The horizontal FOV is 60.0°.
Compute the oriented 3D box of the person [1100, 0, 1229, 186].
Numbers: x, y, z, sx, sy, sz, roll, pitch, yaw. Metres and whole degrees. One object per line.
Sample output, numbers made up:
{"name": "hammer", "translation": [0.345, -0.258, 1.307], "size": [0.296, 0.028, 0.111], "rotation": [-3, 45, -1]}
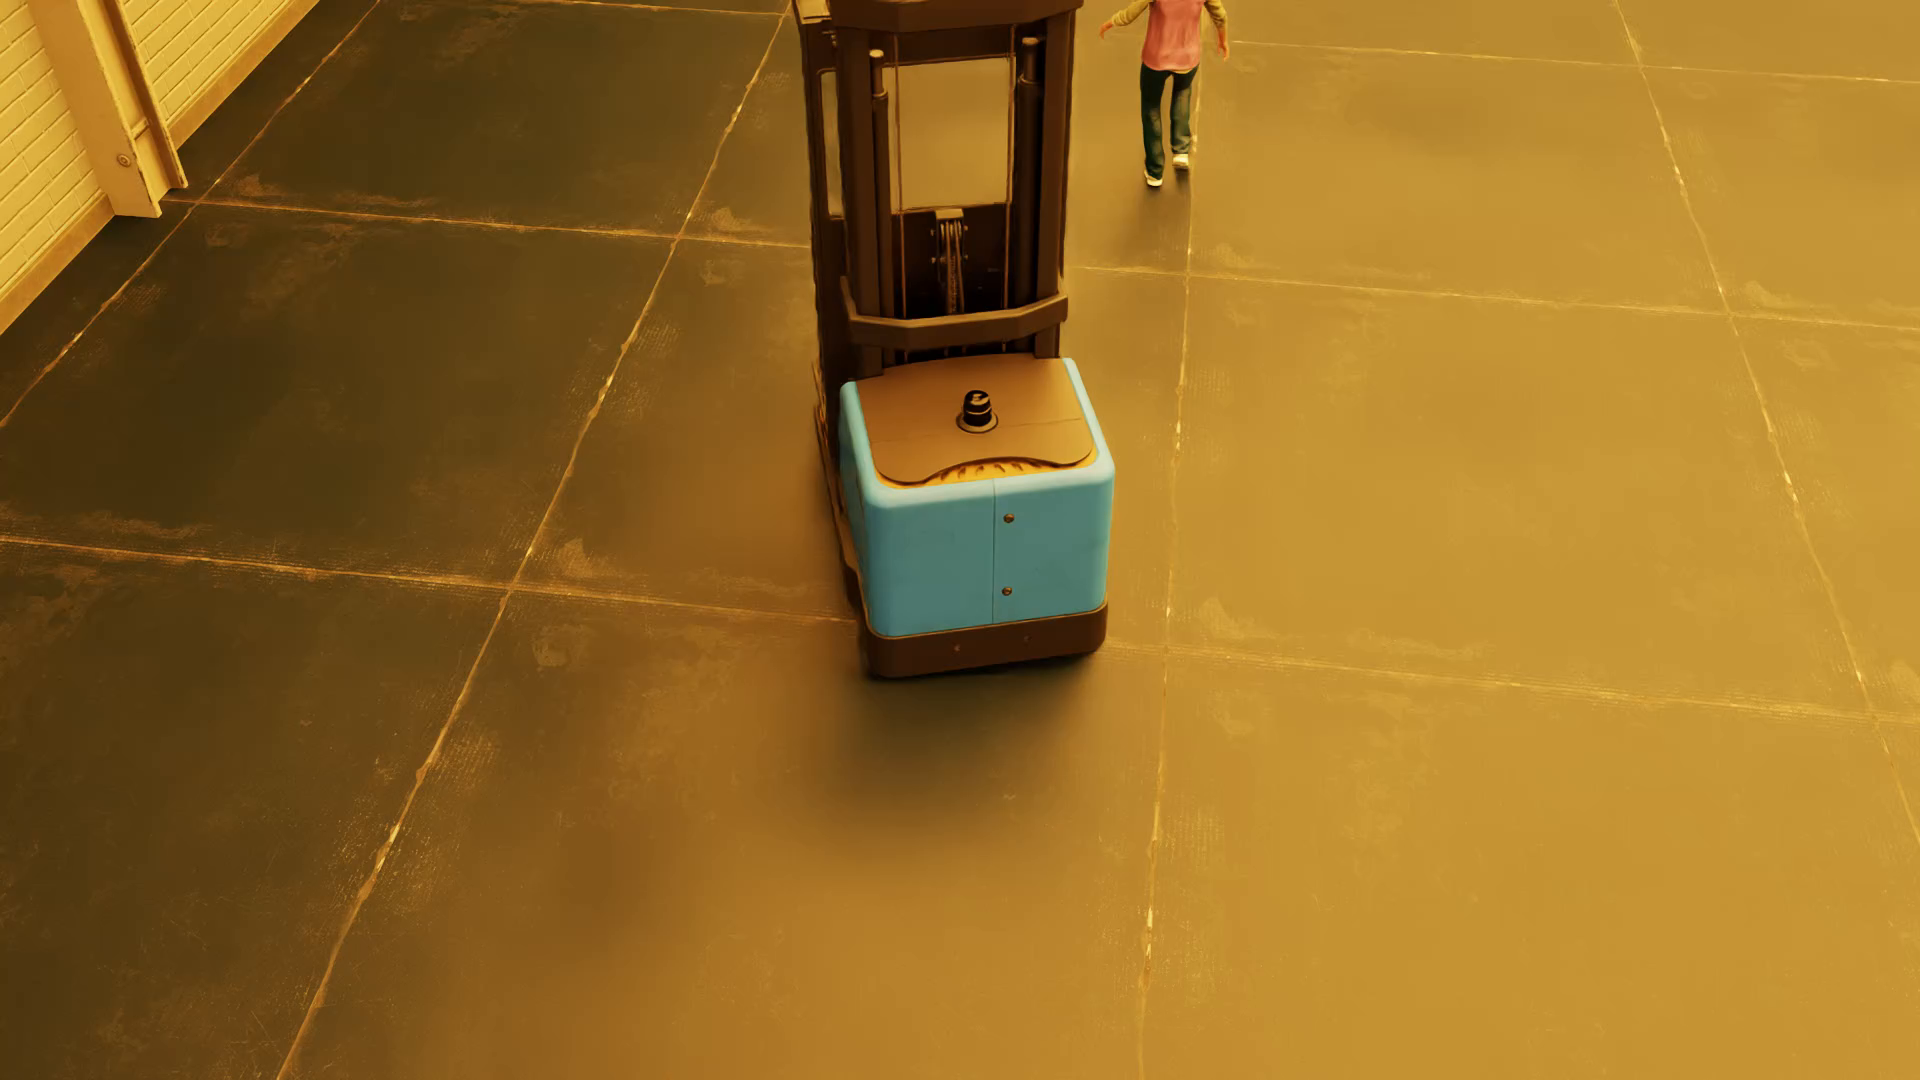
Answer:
{"name": "person", "translation": [1.225, -2.854, 9.864], "size": [0.774, 1.596, 0.422], "rotation": [-2, 43, -2]}

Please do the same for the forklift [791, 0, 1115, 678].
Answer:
{"name": "forklift", "translation": [-0.132, -1.494, 7.351], "size": [1.130, 2.935, 3.031], "rotation": [-7, 43, -8]}
